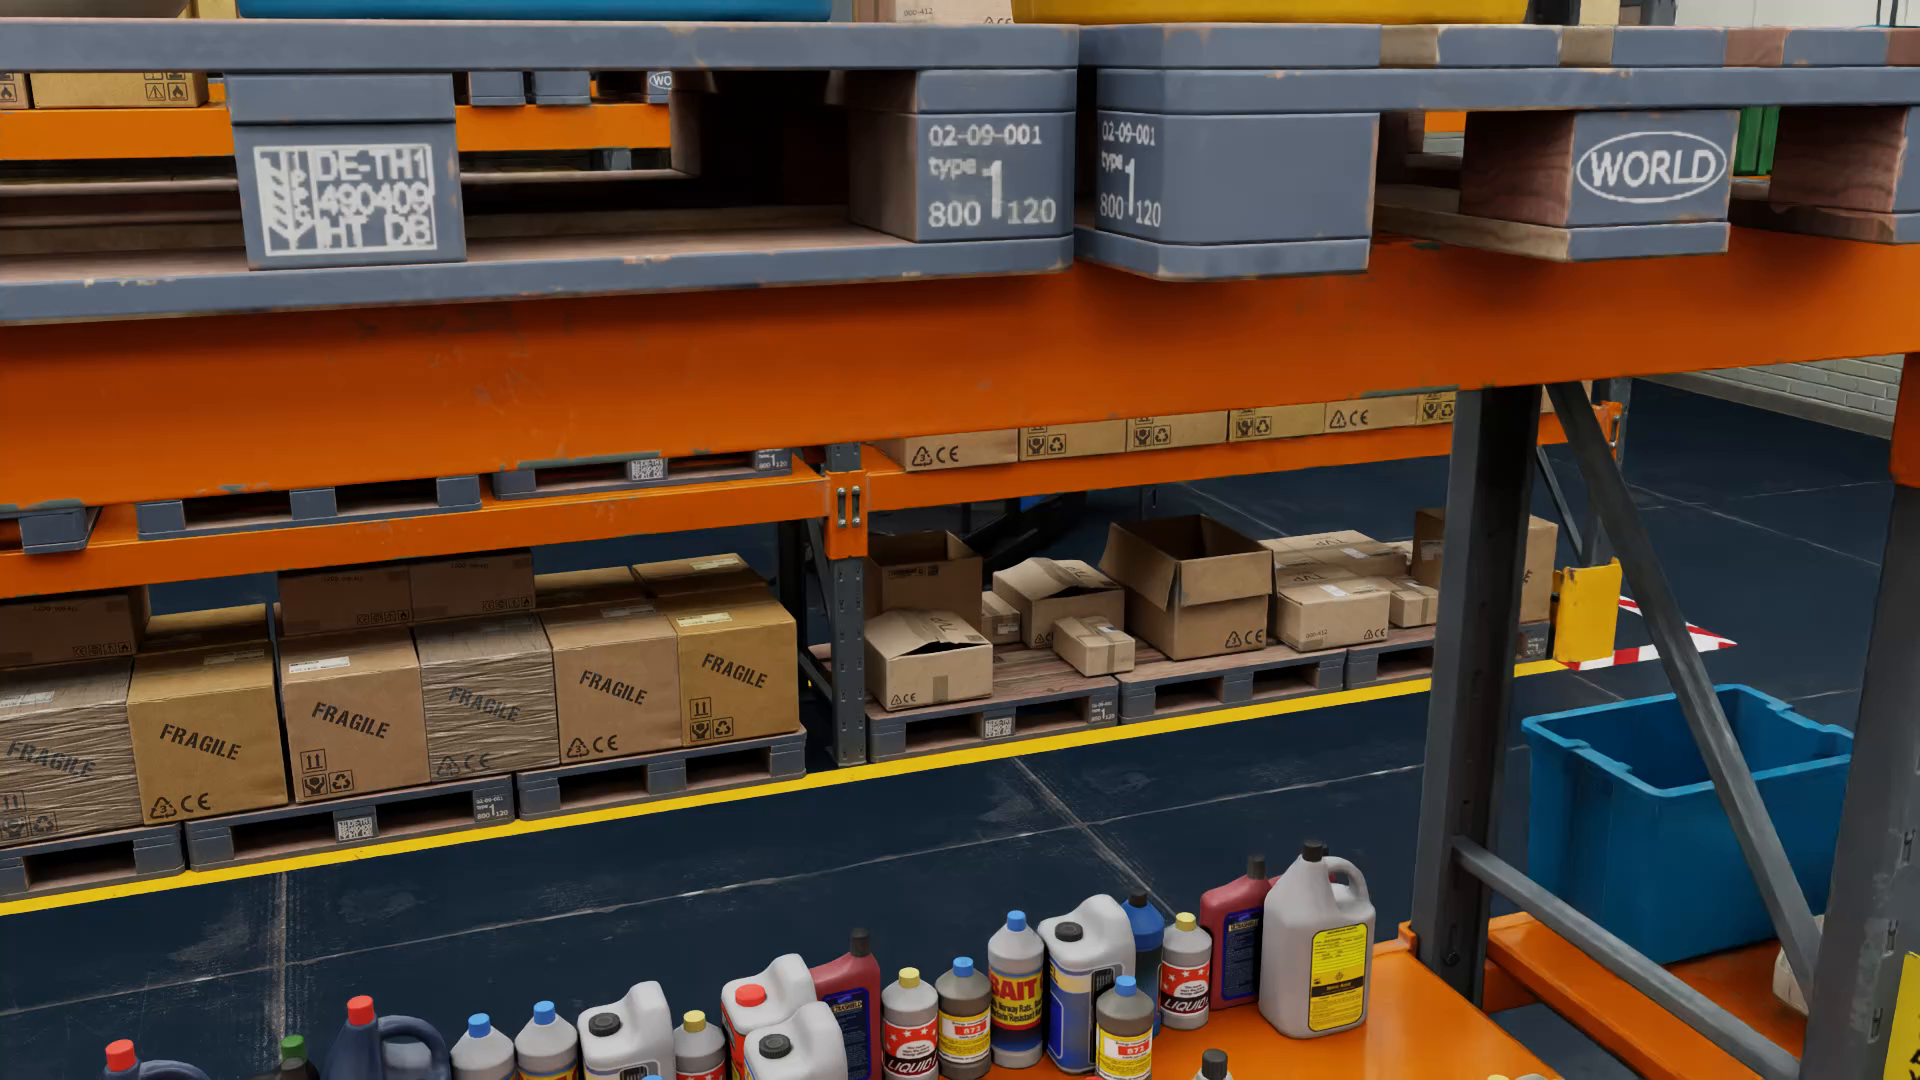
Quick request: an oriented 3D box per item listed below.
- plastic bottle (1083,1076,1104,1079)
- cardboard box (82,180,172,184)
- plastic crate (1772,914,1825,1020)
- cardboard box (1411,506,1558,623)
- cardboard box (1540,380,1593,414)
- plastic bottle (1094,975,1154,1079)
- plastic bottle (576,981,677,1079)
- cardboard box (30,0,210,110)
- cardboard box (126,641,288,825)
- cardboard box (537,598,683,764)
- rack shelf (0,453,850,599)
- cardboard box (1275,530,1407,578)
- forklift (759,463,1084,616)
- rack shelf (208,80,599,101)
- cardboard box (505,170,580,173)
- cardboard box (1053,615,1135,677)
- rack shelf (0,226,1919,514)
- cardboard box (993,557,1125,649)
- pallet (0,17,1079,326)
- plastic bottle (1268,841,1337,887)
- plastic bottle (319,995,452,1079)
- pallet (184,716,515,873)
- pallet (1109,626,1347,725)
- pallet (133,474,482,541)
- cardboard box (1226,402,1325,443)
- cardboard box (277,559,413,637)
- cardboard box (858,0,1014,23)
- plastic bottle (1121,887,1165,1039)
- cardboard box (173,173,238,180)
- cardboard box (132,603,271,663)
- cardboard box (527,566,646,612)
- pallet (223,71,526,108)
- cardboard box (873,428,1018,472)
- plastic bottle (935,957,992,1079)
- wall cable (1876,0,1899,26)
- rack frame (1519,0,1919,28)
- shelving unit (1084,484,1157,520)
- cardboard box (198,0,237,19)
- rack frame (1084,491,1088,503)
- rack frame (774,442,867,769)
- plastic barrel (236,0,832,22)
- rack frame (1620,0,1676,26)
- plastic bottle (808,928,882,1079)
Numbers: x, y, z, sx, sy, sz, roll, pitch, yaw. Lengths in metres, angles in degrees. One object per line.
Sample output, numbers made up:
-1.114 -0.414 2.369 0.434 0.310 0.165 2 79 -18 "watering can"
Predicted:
0.159 0.904 2.283 0.185 0.351 0.144 -6 17 -20 "plastic bottle"
-5.138 -2.075 10.268 0.500 0.250 0.500 -6 18 -21 "cardboard box"
1.611 0.809 2.880 0.243 0.136 0.396 -6 17 -20 "plastic crate"
2.671 0.122 8.515 0.500 0.500 0.500 -6 17 -20 "cardboard box"
2.770 -0.917 8.220 0.500 0.500 0.500 -6 17 -18 "cardboard box"
0.277 0.831 2.799 0.097 0.201 0.097 0 16 0 "plastic bottle"
-0.525 0.844 2.622 0.135 0.276 0.152 -6 17 -20 "plastic bottle"
-3.022 -1.823 5.982 0.500 0.500 0.910 -6 17 -20 "cardboard box"
-2.895 0.735 6.428 0.500 0.500 0.500 -6 18 -21 "cardboard box"
-1.467 0.578 6.960 0.500 0.500 0.500 -6 17 -20 "cardboard box"
-2.512 -0.036 6.673 4.000 0.370 1.077 -6 17 -20 "rack shelf"
2.015 0.153 8.853 0.500 0.250 0.500 -6 17 -20 "cardboard box"
-0.289 -1.230 9.586 1.130 2.935 3.031 8 18 25 "forklift"
-4.288 -2.778 10.688 4.000 0.370 1.077 -6 17 -20 "rack shelf"
-2.765 -2.331 11.142 0.500 0.250 0.500 -6 17 -19 "cardboard box"
0.629 0.490 7.852 0.250 0.166 0.380 -6 17 -20 "cardboard box"
-0.743 -0.171 1.811 4.000 0.370 1.077 -6 17 -20 "rack shelf"
0.487 0.289 8.283 0.500 0.311 0.500 -6 17 -20 "cardboard box"
-0.630 -0.408 1.675 1.213 0.211 1.003 -6 17 -20 "pallet"
0.630 0.702 3.092 0.133 0.283 0.061 -6 17 -20 "plastic bottle"
-0.857 0.843 2.493 0.185 0.351 0.144 -6 17 -20 "plastic bottle"
-2.531 0.971 6.916 1.213 0.211 1.003 -6 17 -20 "pallet"
1.139 0.562 8.309 1.213 0.211 1.003 -6 17 -20 "pallet"
-2.565 -0.285 6.584 1.213 0.211 1.003 -6 17 -20 "pallet"
1.349 -0.764 7.700 0.500 0.500 0.500 -6 18 -21 "cardboard box"
-2.585 0.182 6.979 0.500 0.250 0.500 -7 18 -21 "cardboard box"
-0.101 -2.173 6.731 0.500 0.250 0.500 -6 17 -20 "cardboard box"
0.313 0.747 2.959 0.097 0.271 0.097 0 16 0 "plastic bottle"
-4.860 -2.258 10.894 0.500 0.250 0.500 -7 18 -21 "cardboard box"
-3.107 0.601 6.884 0.500 0.500 0.500 -7 18 -22 "cardboard box"
-1.677 0.447 7.408 0.500 0.500 0.500 -6 17 -19 "cardboard box"
-2.246 -1.779 6.343 1.003 0.211 1.213 -6 17 -20 "pallet"
-0.071 -0.610 7.175 0.500 0.500 0.500 -6 17 -19 "cardboard box"
0.006 0.814 2.855 0.097 0.201 0.097 0 16 0 "plastic bottle"
6.724 -4.154 14.283 0.112 2.526 3.097 -6 17 -20 "wall cable"
1.125 -2.157 1.974 0.127 3.000 1.000 -6 17 -20 "rack frame"
1.039 -1.208 10.984 0.503 2.100 0.431 6 17 19 "shelving unit"
-4.726 -3.364 10.449 0.500 0.500 0.700 -5 17 -17 "cardboard box"
0.810 -1.232 11.065 0.015 2.100 0.400 6 17 19 "rack frame"
-0.644 -0.583 7.259 0.127 3.000 1.000 -6 17 -20 "rack frame"
-0.414 -0.948 1.544 0.708 0.901 0.600 -6 17 -20 "plastic barrel"
3.091 -3.864 7.787 0.127 3.000 1.000 -6 17 -20 "rack frame"
-0.200 0.791 2.787 0.133 0.283 0.061 -6 17 -20 "plastic bottle"
